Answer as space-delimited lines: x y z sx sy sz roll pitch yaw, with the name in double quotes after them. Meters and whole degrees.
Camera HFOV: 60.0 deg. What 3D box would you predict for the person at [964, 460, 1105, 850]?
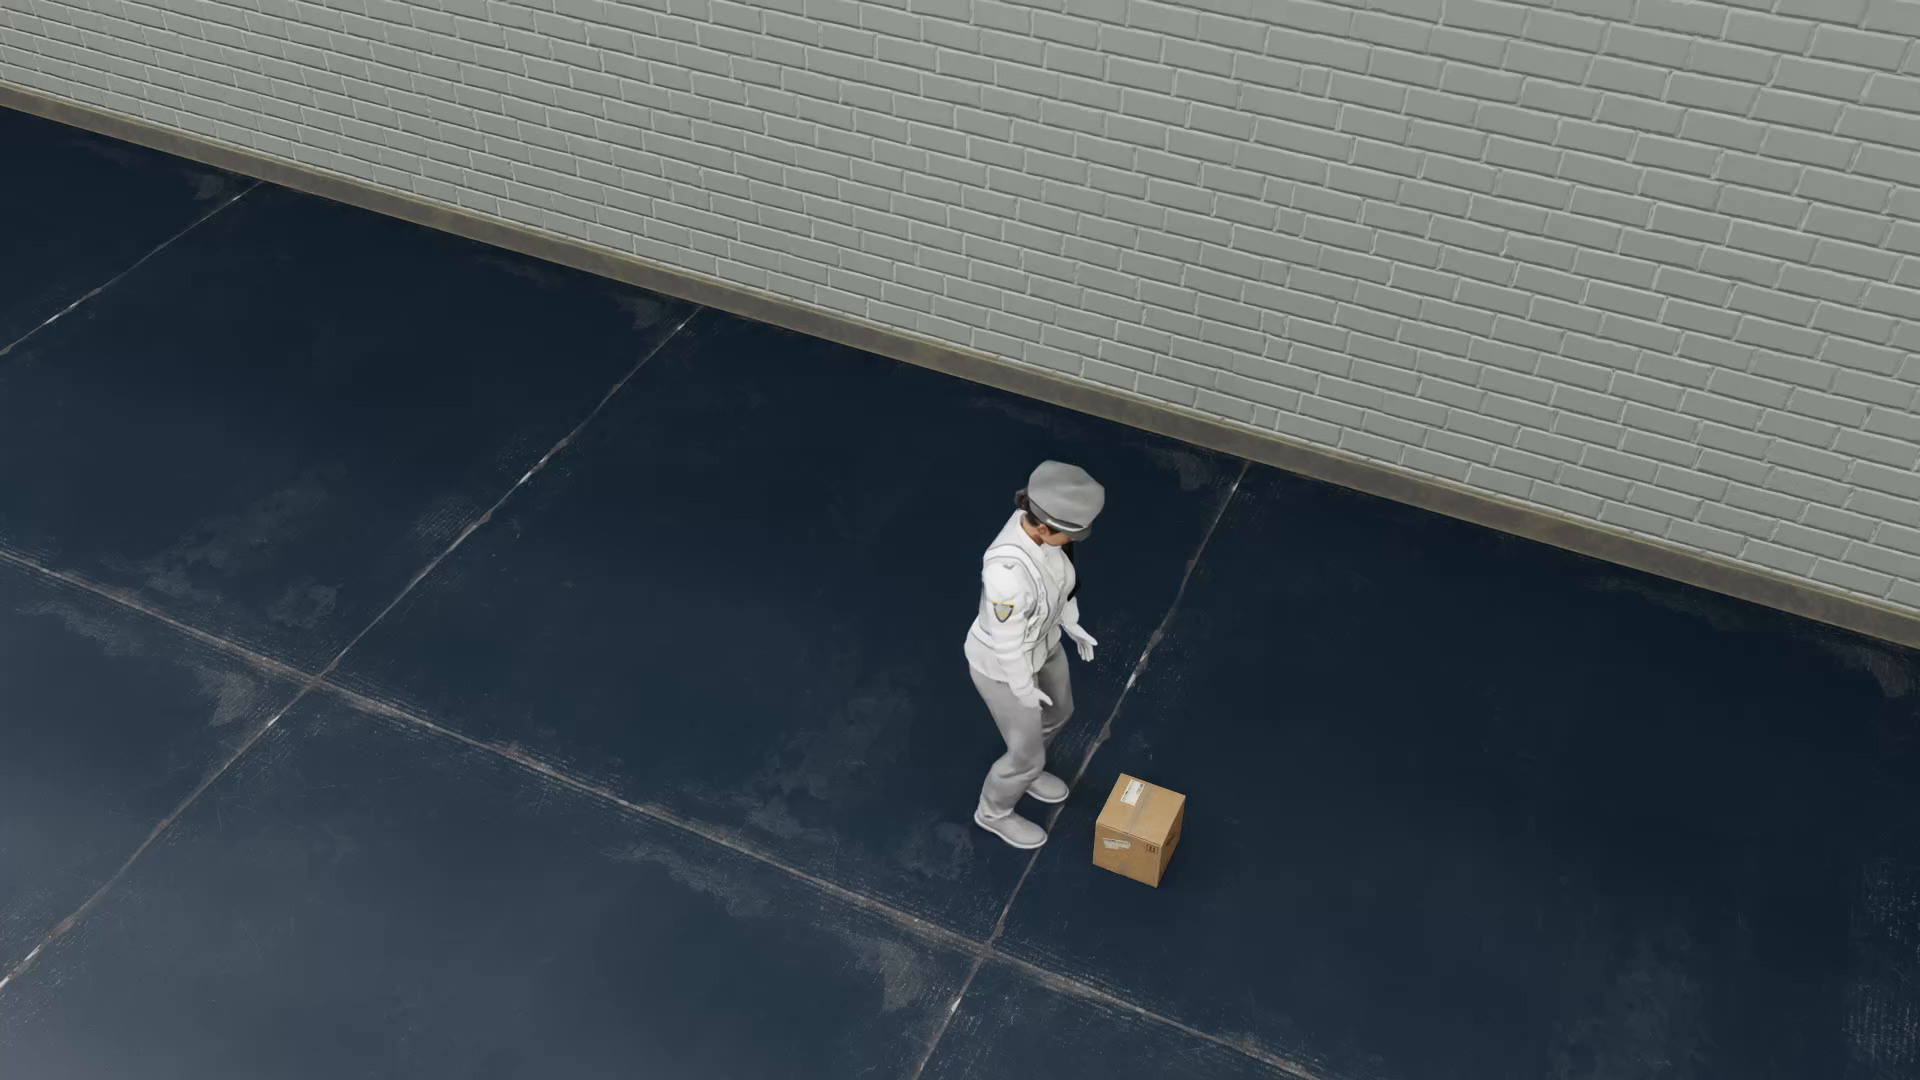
0.251 0.397 5.755 0.428 1.636 0.496 19 45 19 "person"
